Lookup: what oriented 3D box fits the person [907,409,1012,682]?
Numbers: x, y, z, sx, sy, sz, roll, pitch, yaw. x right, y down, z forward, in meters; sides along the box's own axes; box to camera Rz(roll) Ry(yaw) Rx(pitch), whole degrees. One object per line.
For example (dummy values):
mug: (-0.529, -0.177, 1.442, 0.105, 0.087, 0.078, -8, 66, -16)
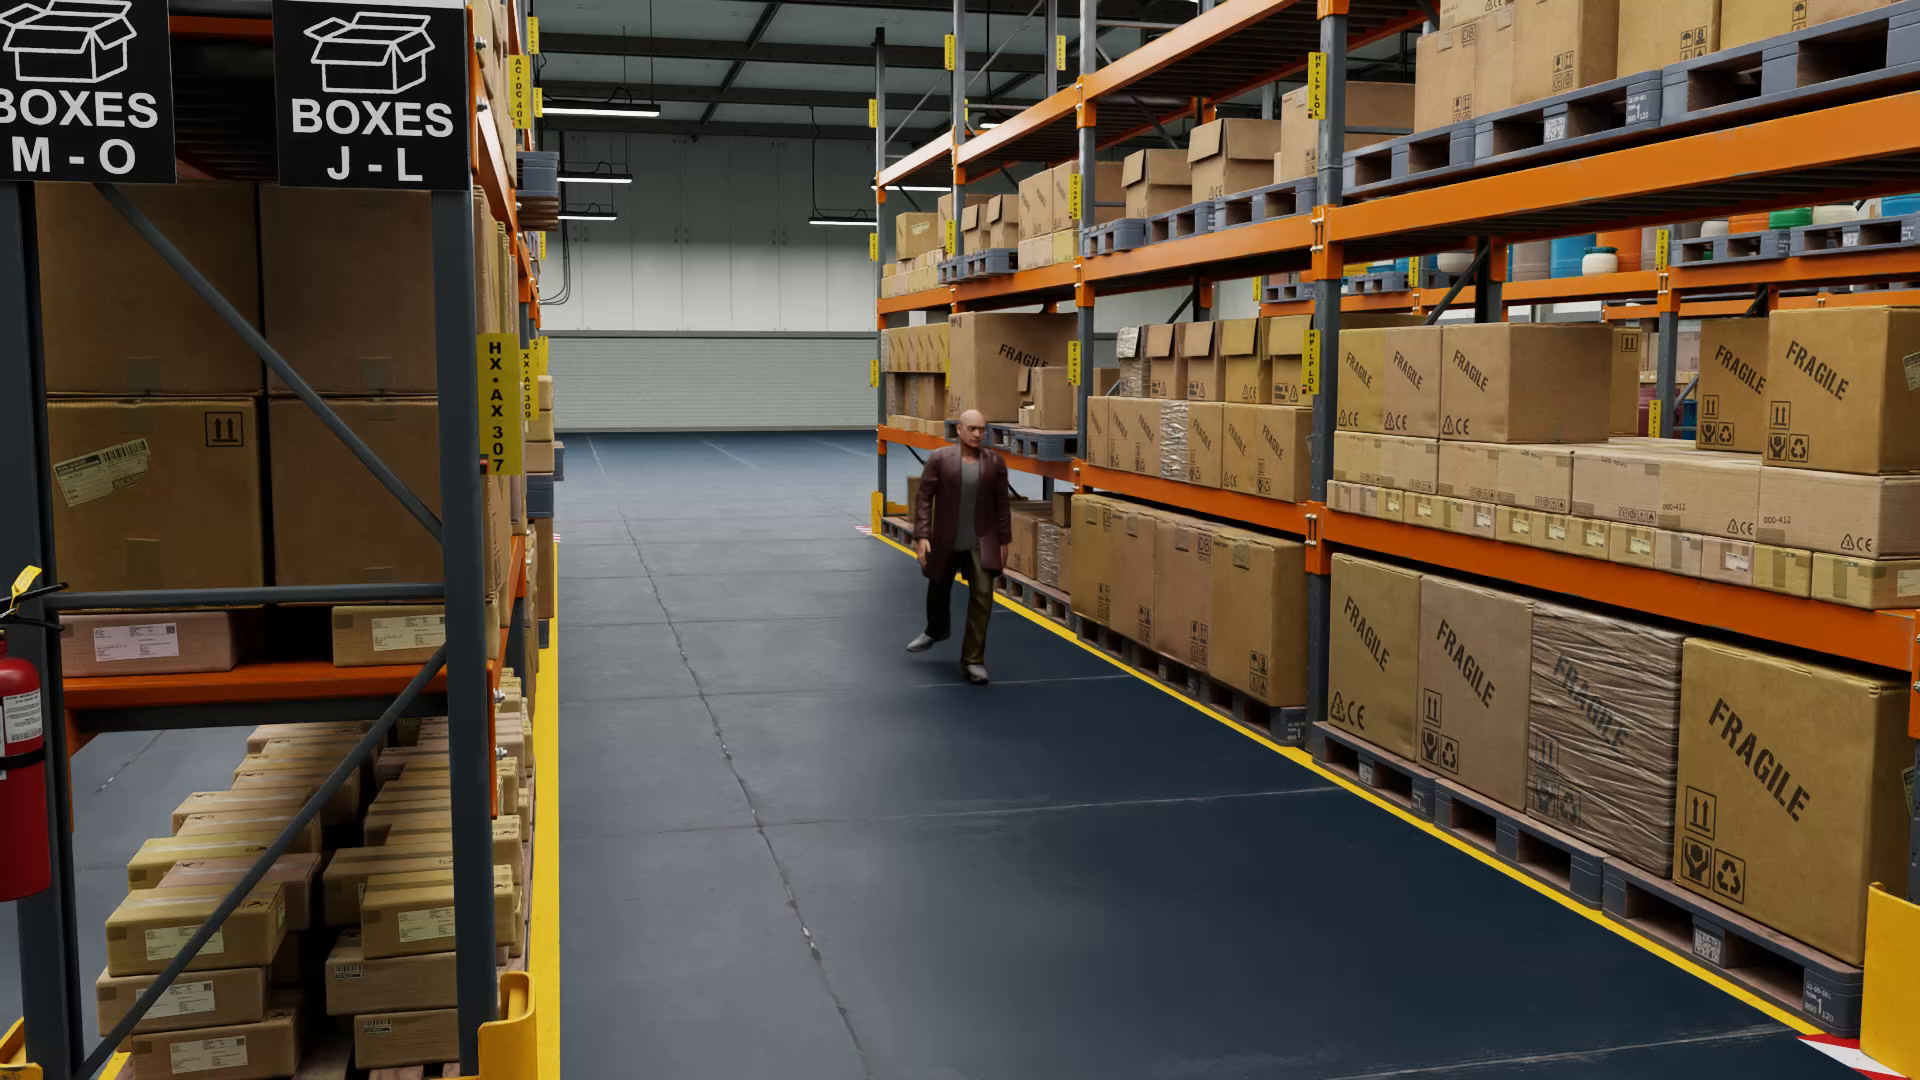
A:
person: (0.003, 0.003, 10.943, 0.678, 1.729, 1.012, -1, 6, -5)
